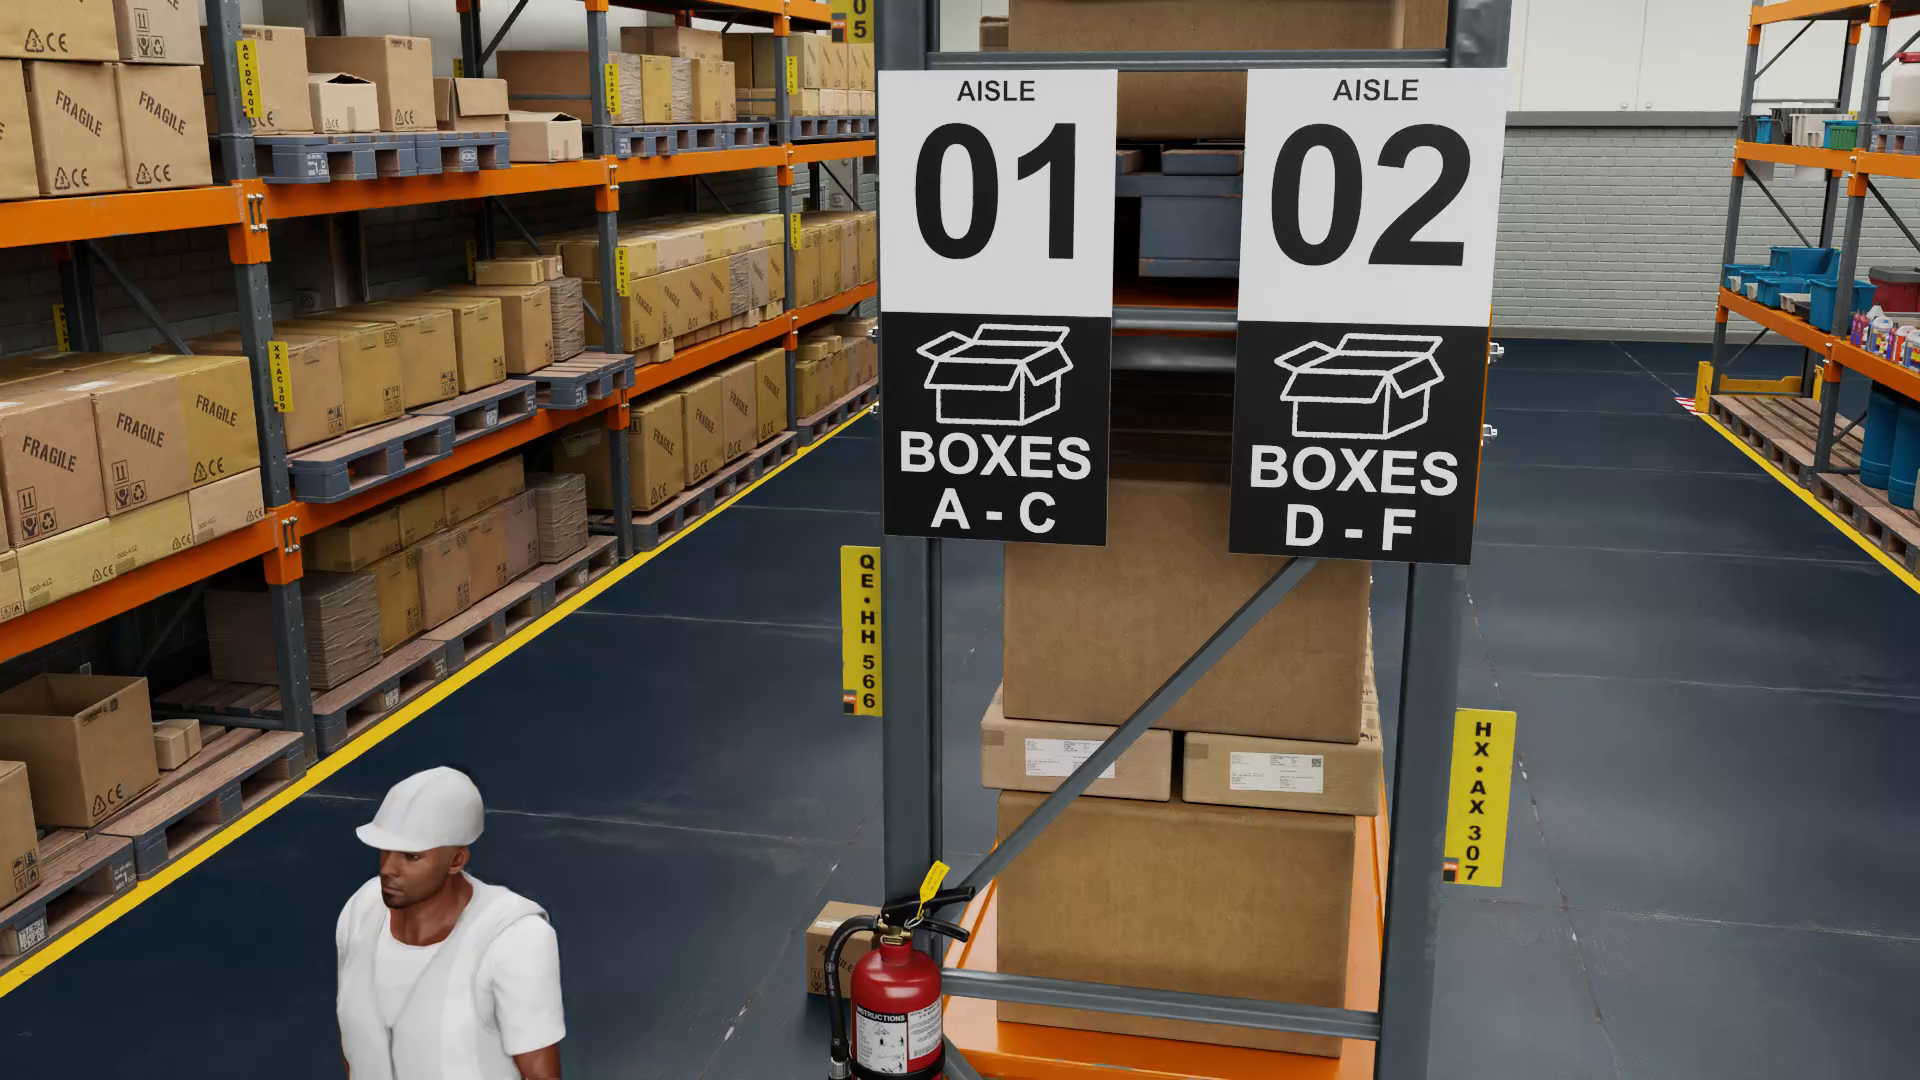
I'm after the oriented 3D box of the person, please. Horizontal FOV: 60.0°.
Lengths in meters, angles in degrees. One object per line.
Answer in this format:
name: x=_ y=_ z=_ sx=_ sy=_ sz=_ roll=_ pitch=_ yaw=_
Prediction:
person: x=-1.151 y=1.409 z=3.618 sx=0.628 sy=1.831 sz=0.678 roll=4 pitch=15 yaw=15
